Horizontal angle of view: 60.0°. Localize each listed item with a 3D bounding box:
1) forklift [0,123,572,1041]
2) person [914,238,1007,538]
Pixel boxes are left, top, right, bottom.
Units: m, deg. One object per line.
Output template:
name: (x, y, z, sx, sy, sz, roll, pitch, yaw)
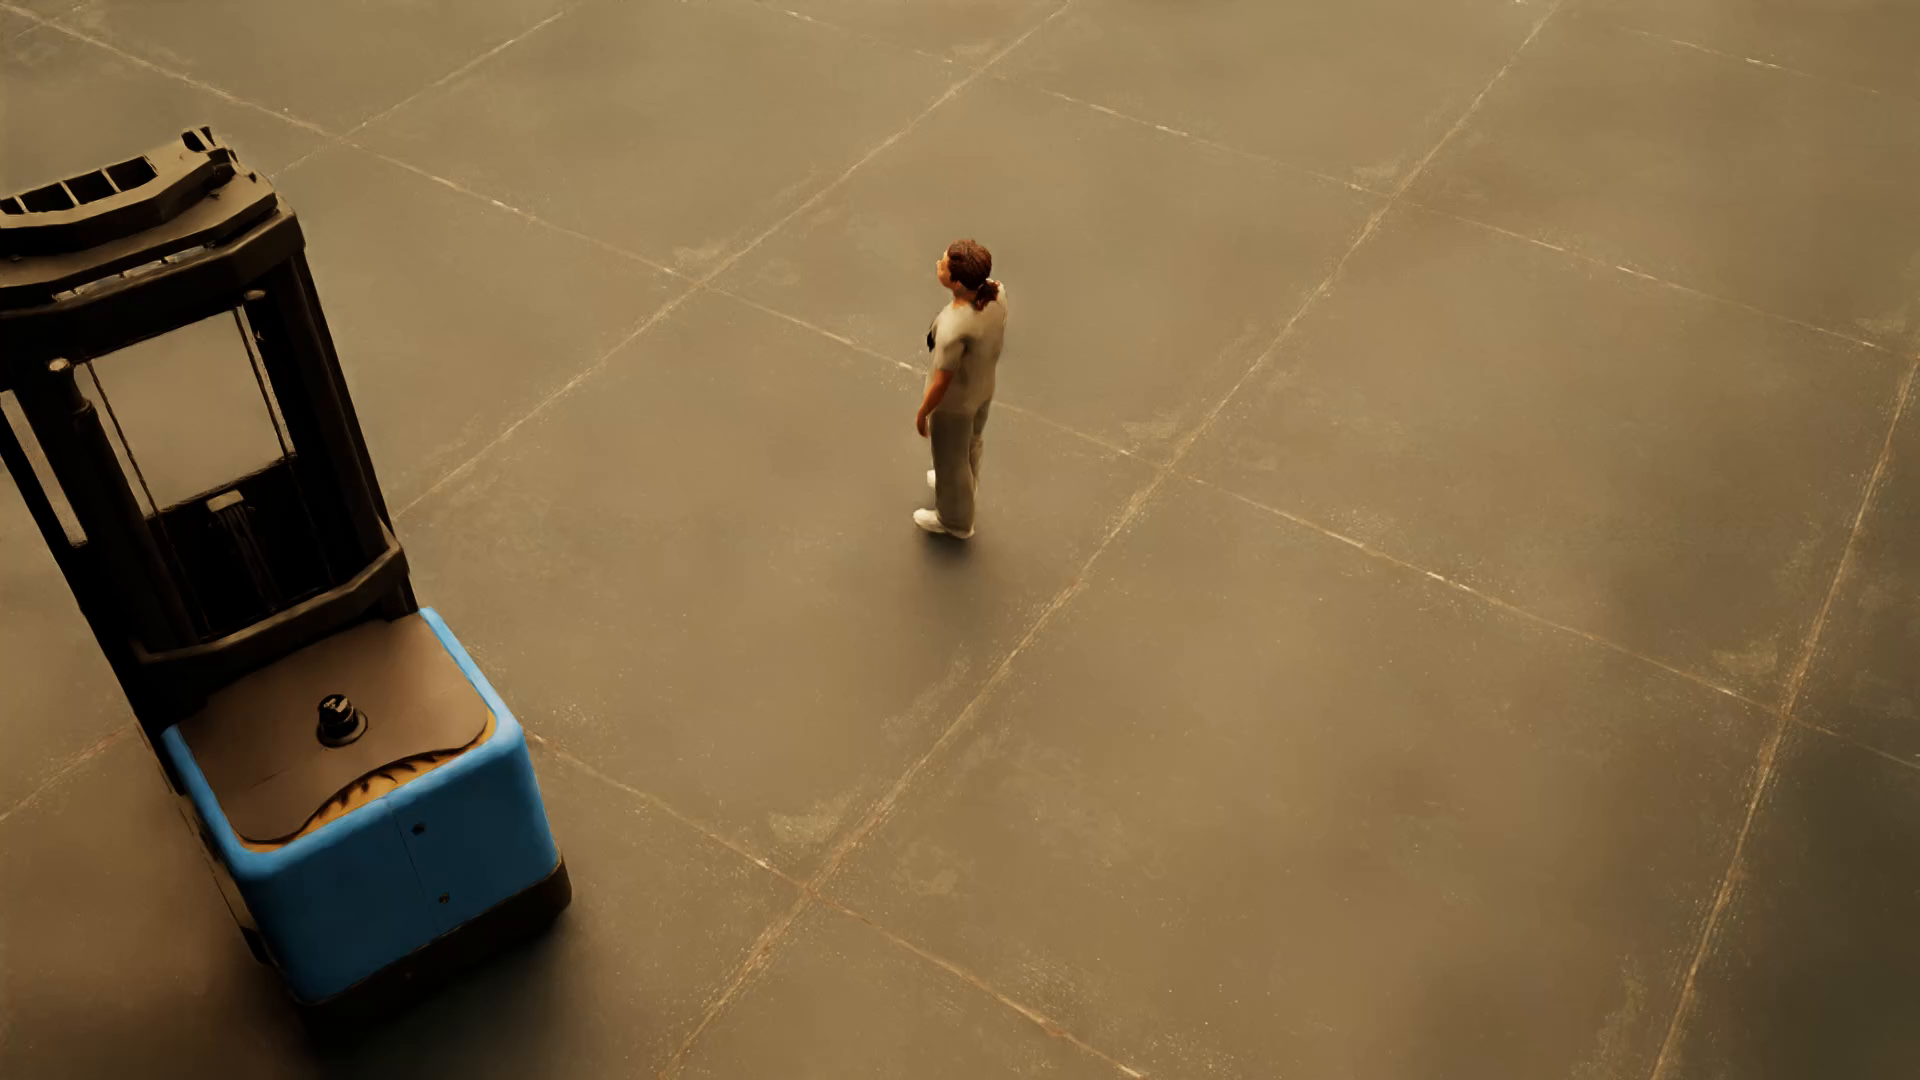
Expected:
forklift: (-2.792, -0.229, 6.090, 1.130, 2.935, 3.031, -28, 50, -26)
person: (-0.054, -0.677, 7.407, 0.549, 1.673, 0.550, 24, 48, 23)
